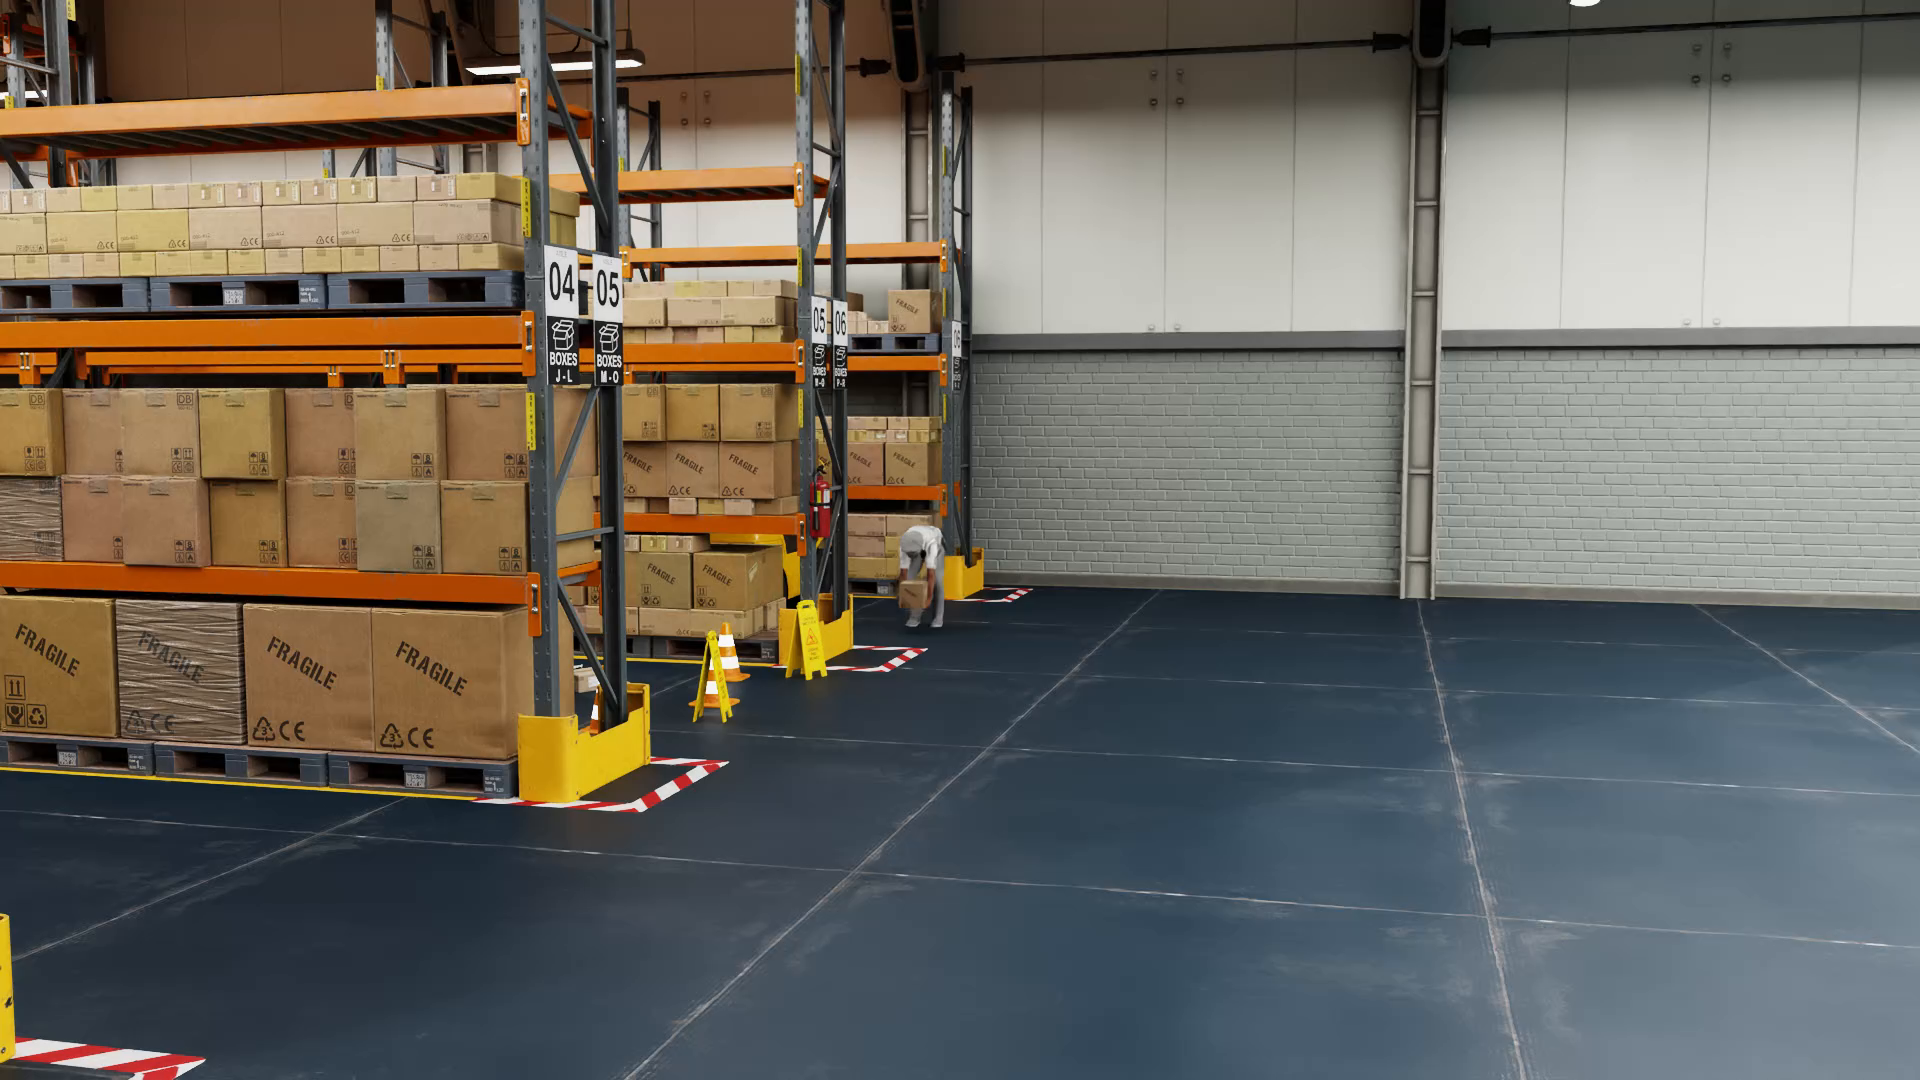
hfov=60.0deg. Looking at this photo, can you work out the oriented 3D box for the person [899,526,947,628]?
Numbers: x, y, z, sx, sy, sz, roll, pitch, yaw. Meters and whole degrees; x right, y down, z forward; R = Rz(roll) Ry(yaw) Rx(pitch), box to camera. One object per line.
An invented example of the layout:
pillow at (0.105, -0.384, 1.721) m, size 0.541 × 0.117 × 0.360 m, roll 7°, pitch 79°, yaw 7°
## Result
person at (-0.401, 0.385, 16.747) m, size 0.434 × 1.039 × 0.941 m, roll 1°, pitch 5°, yaw 11°
